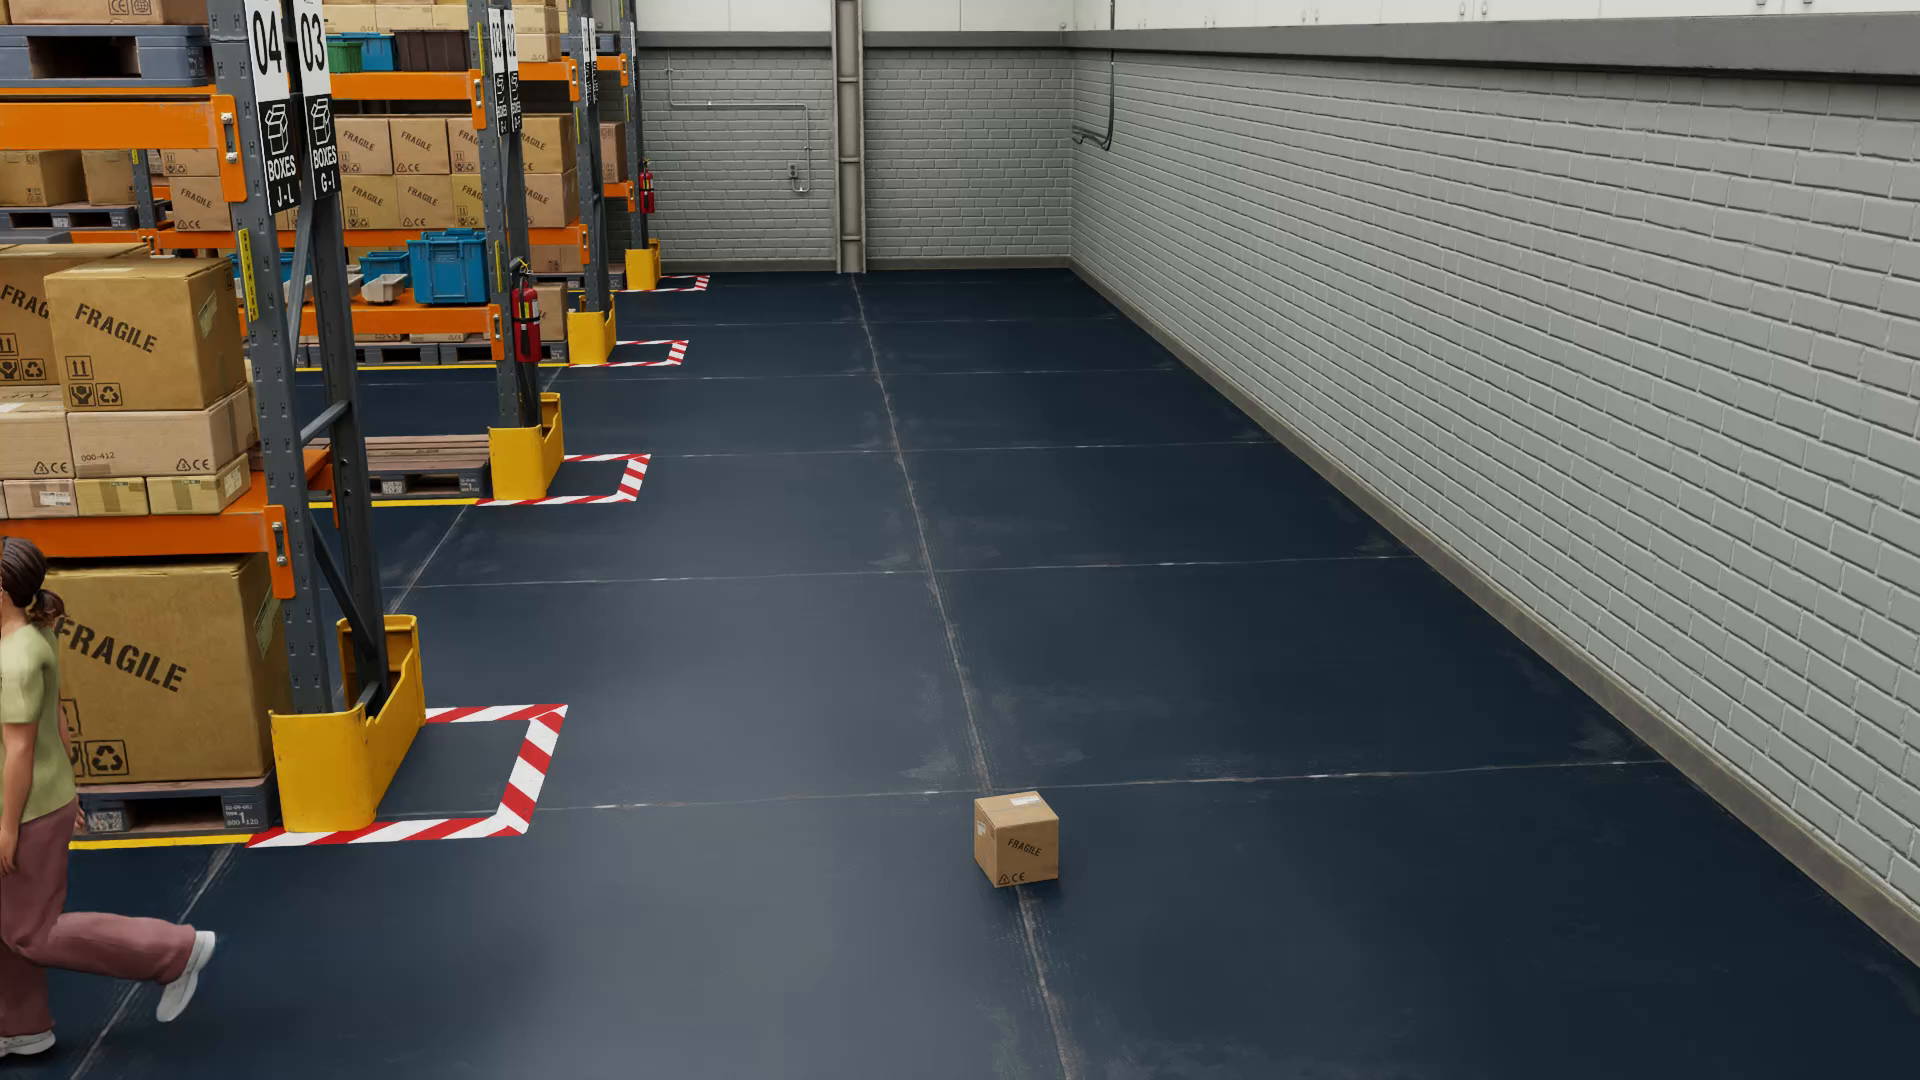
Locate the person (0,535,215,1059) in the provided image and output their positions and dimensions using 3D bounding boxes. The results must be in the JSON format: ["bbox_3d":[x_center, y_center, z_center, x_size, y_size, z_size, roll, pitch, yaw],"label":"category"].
[{"bbox_3d":[-2.714,0.779,4.938,0.788,1.645,0.442,-9,19,-28],"label":"person"}]
